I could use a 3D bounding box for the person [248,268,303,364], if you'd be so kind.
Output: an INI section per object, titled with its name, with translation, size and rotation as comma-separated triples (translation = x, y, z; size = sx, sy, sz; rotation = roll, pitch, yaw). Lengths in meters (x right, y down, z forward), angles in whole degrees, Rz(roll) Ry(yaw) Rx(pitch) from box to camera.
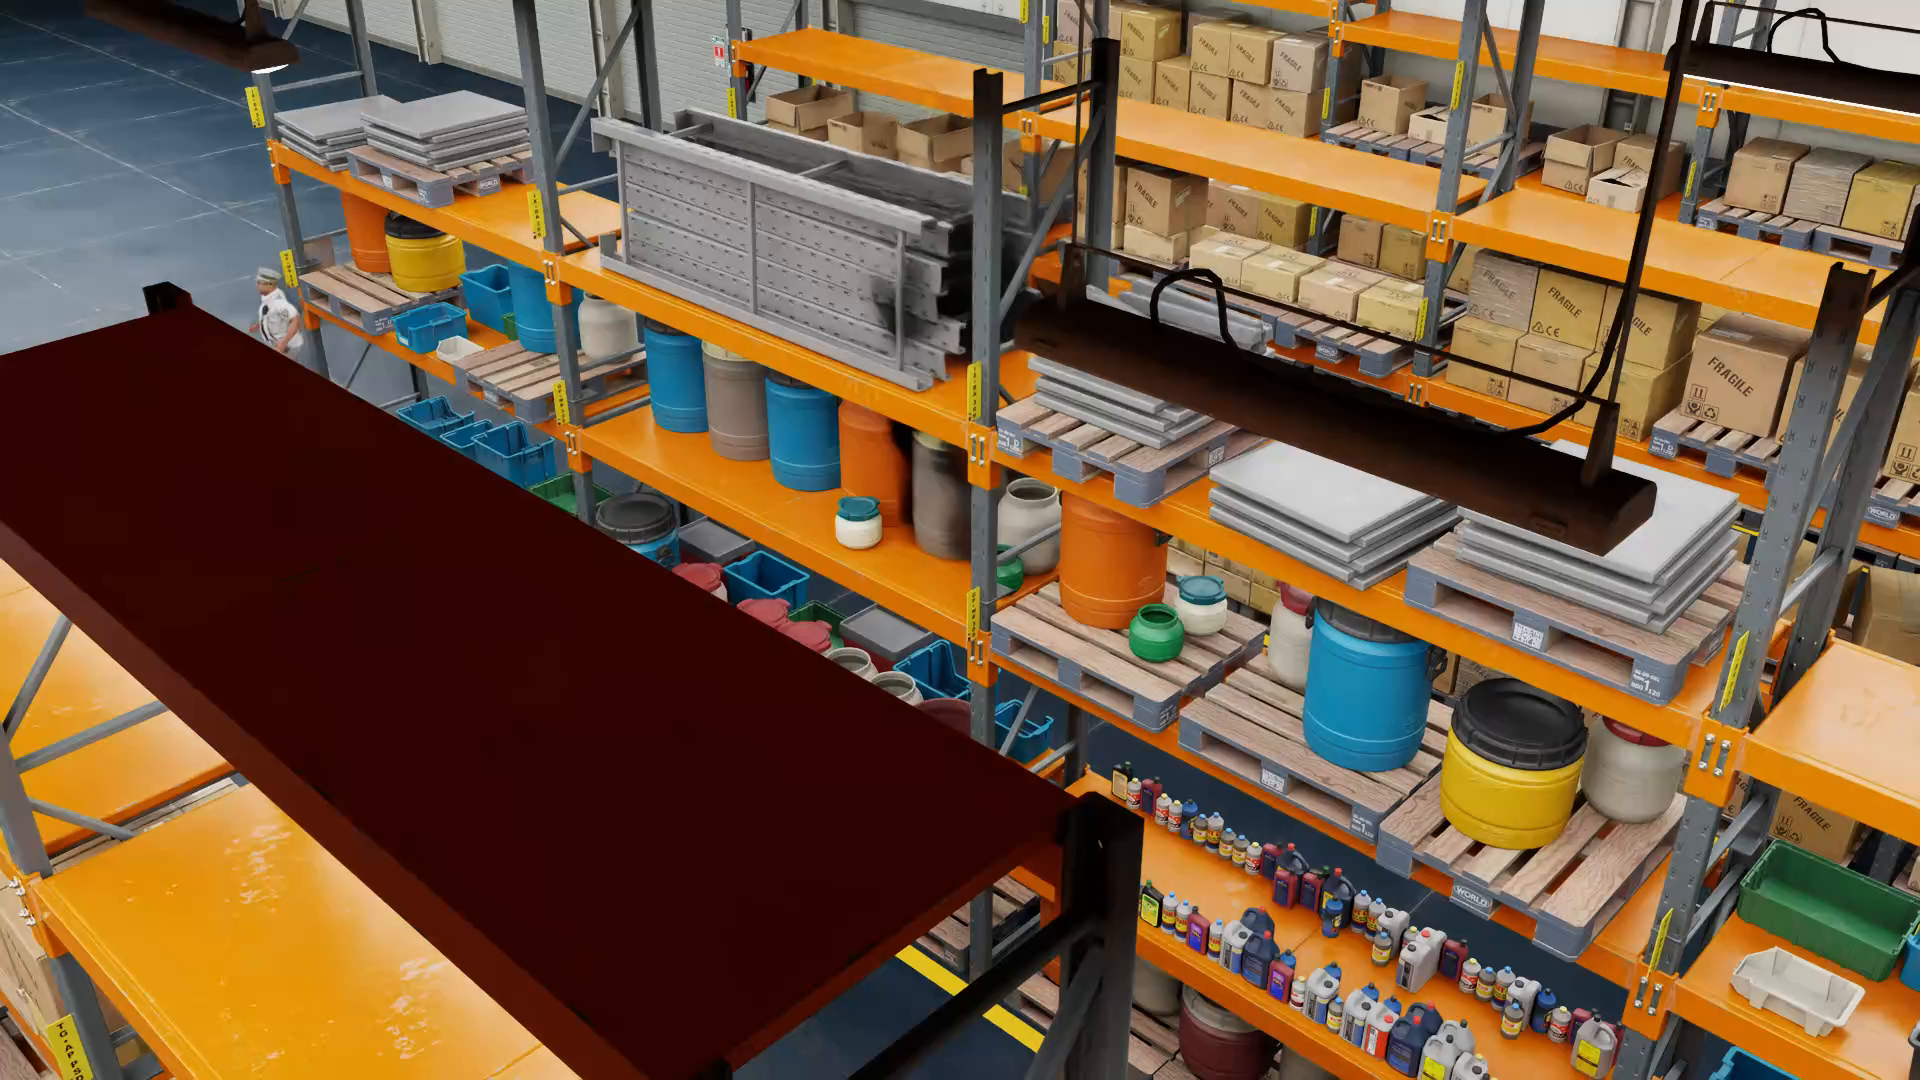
[person]
translation = -7.376, -2.134, 18.230
size = 0.867, 1.806, 0.686
rotation = -12, 31, -20
